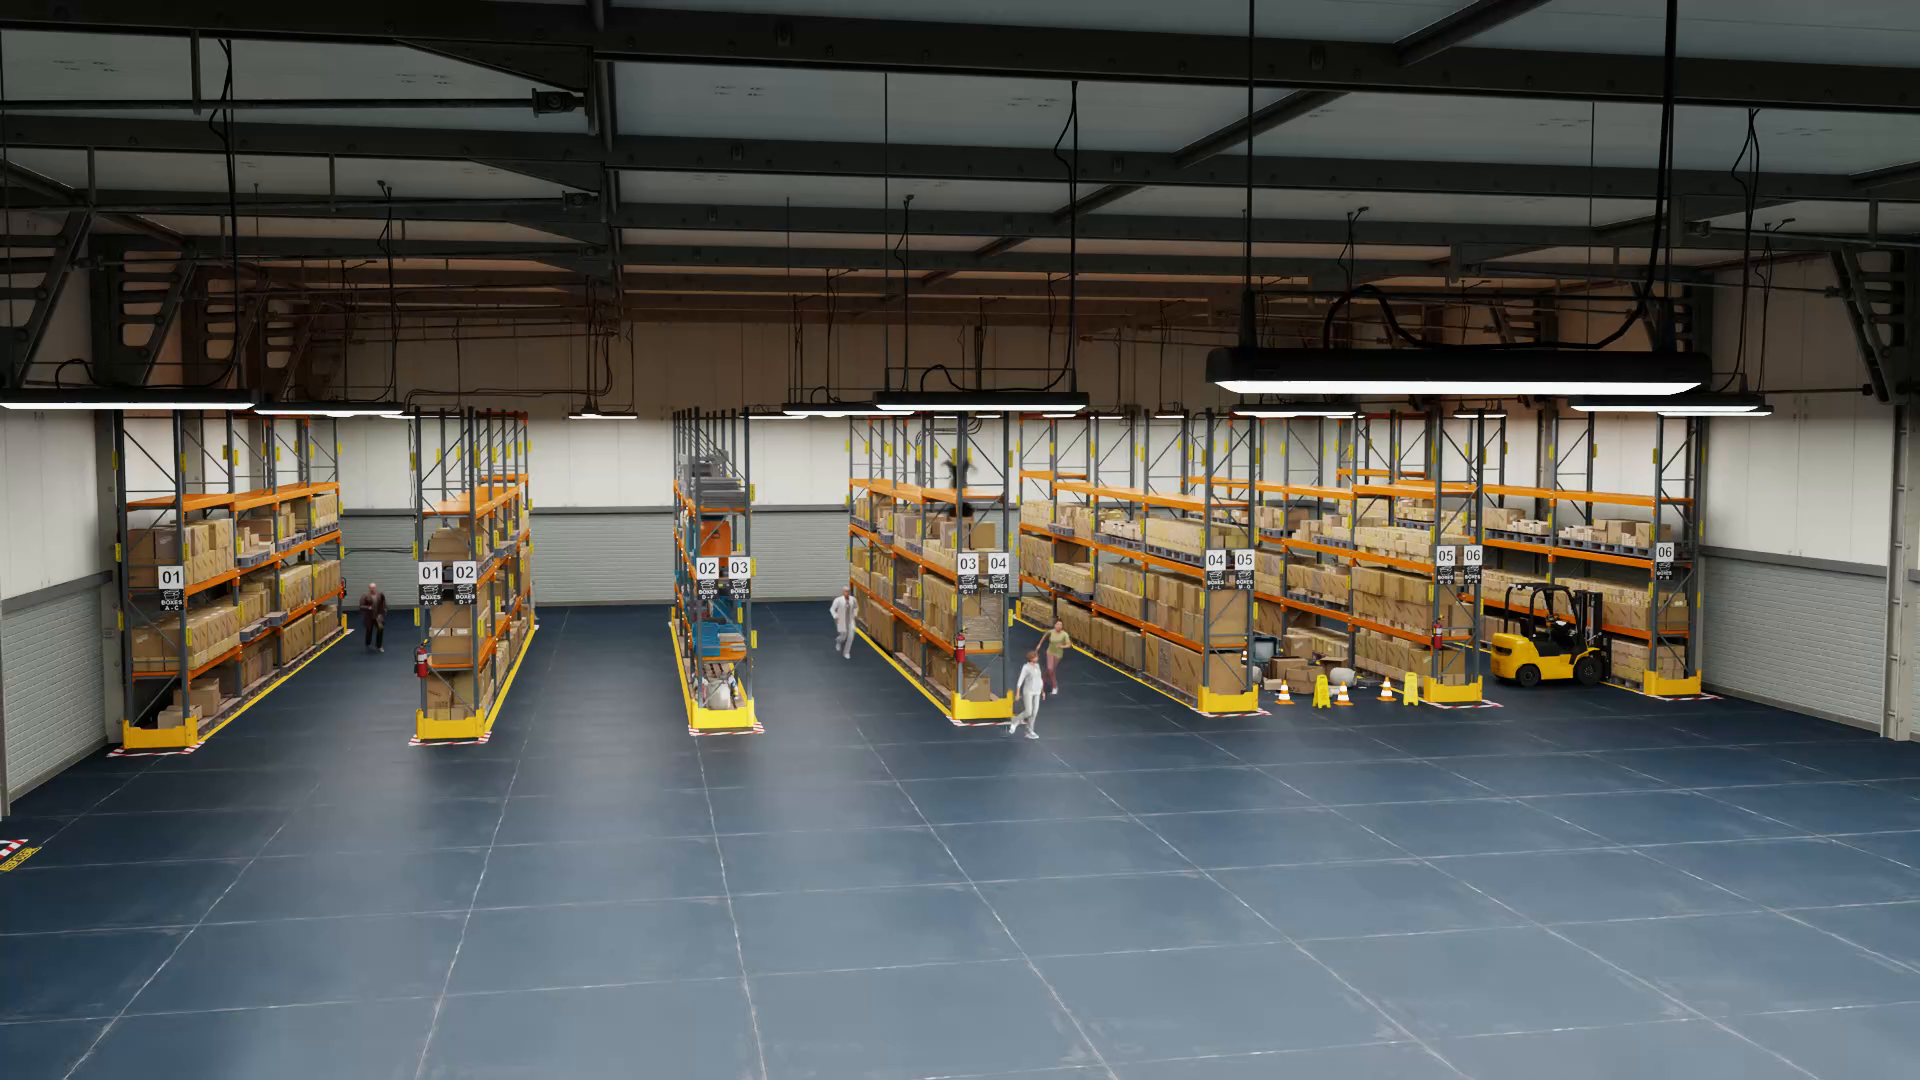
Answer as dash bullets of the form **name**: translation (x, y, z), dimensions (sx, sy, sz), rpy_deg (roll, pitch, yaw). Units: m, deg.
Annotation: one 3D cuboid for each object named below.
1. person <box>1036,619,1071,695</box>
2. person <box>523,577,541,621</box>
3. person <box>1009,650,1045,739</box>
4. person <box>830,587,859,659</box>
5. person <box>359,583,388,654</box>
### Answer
- **person**: translation (1.939, 2.427, 34.913), dimensions (0.731, 1.577, 0.665), rpy_deg (0, 4, -4)
- **person**: translation (-12.511, 1.527, 47.886), dimensions (0.730, 1.596, 0.658), rpy_deg (2, 5, 30)
- **person**: translation (1.196, 2.788, 30.074), dimensions (0.564, 1.590, 0.520), rpy_deg (-4, 6, -43)
- **person**: translation (-2.799, 1.997, 40.497), dimensions (0.729, 1.734, 0.721), rpy_deg (-2, 4, -23)
- **person**: translation (-14.540, 1.925, 41.222), dimensions (0.717, 1.744, 1.068), rpy_deg (-2, 5, -29)
